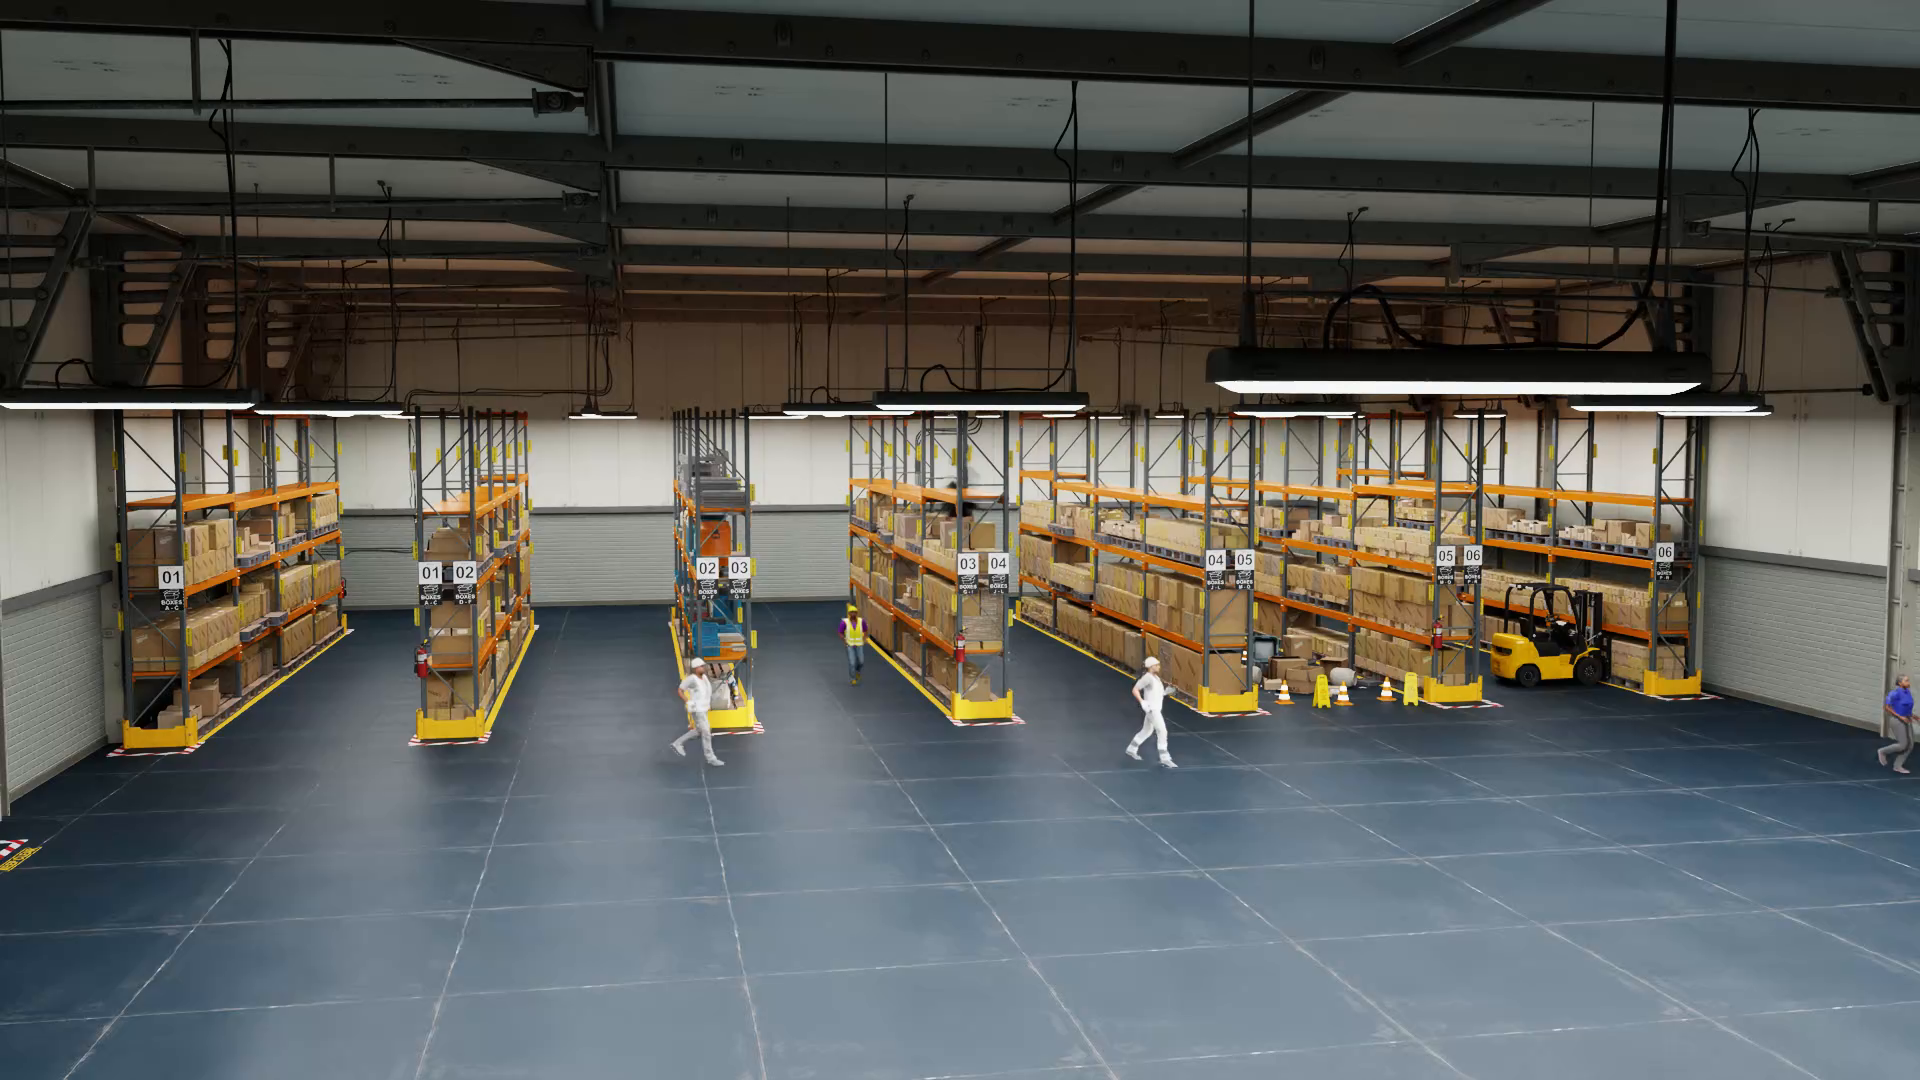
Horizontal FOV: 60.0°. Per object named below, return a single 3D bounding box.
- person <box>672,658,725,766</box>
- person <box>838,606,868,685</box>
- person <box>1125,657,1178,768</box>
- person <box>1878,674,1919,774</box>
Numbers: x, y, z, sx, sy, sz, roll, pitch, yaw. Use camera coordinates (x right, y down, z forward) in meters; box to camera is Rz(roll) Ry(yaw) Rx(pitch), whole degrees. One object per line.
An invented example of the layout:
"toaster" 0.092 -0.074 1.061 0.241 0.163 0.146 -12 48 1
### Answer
"person" -4.377 2.859 27.754 0.971 1.787 0.683 1 4 14
"person" -2.289 2.288 36.022 0.674 1.721 0.558 -1 4 -12
"person" 3.184 2.845 27.583 0.910 1.817 0.655 1 4 16
"person" 15.339 2.993 27.155 0.564 1.598 0.548 -2 5 -29
